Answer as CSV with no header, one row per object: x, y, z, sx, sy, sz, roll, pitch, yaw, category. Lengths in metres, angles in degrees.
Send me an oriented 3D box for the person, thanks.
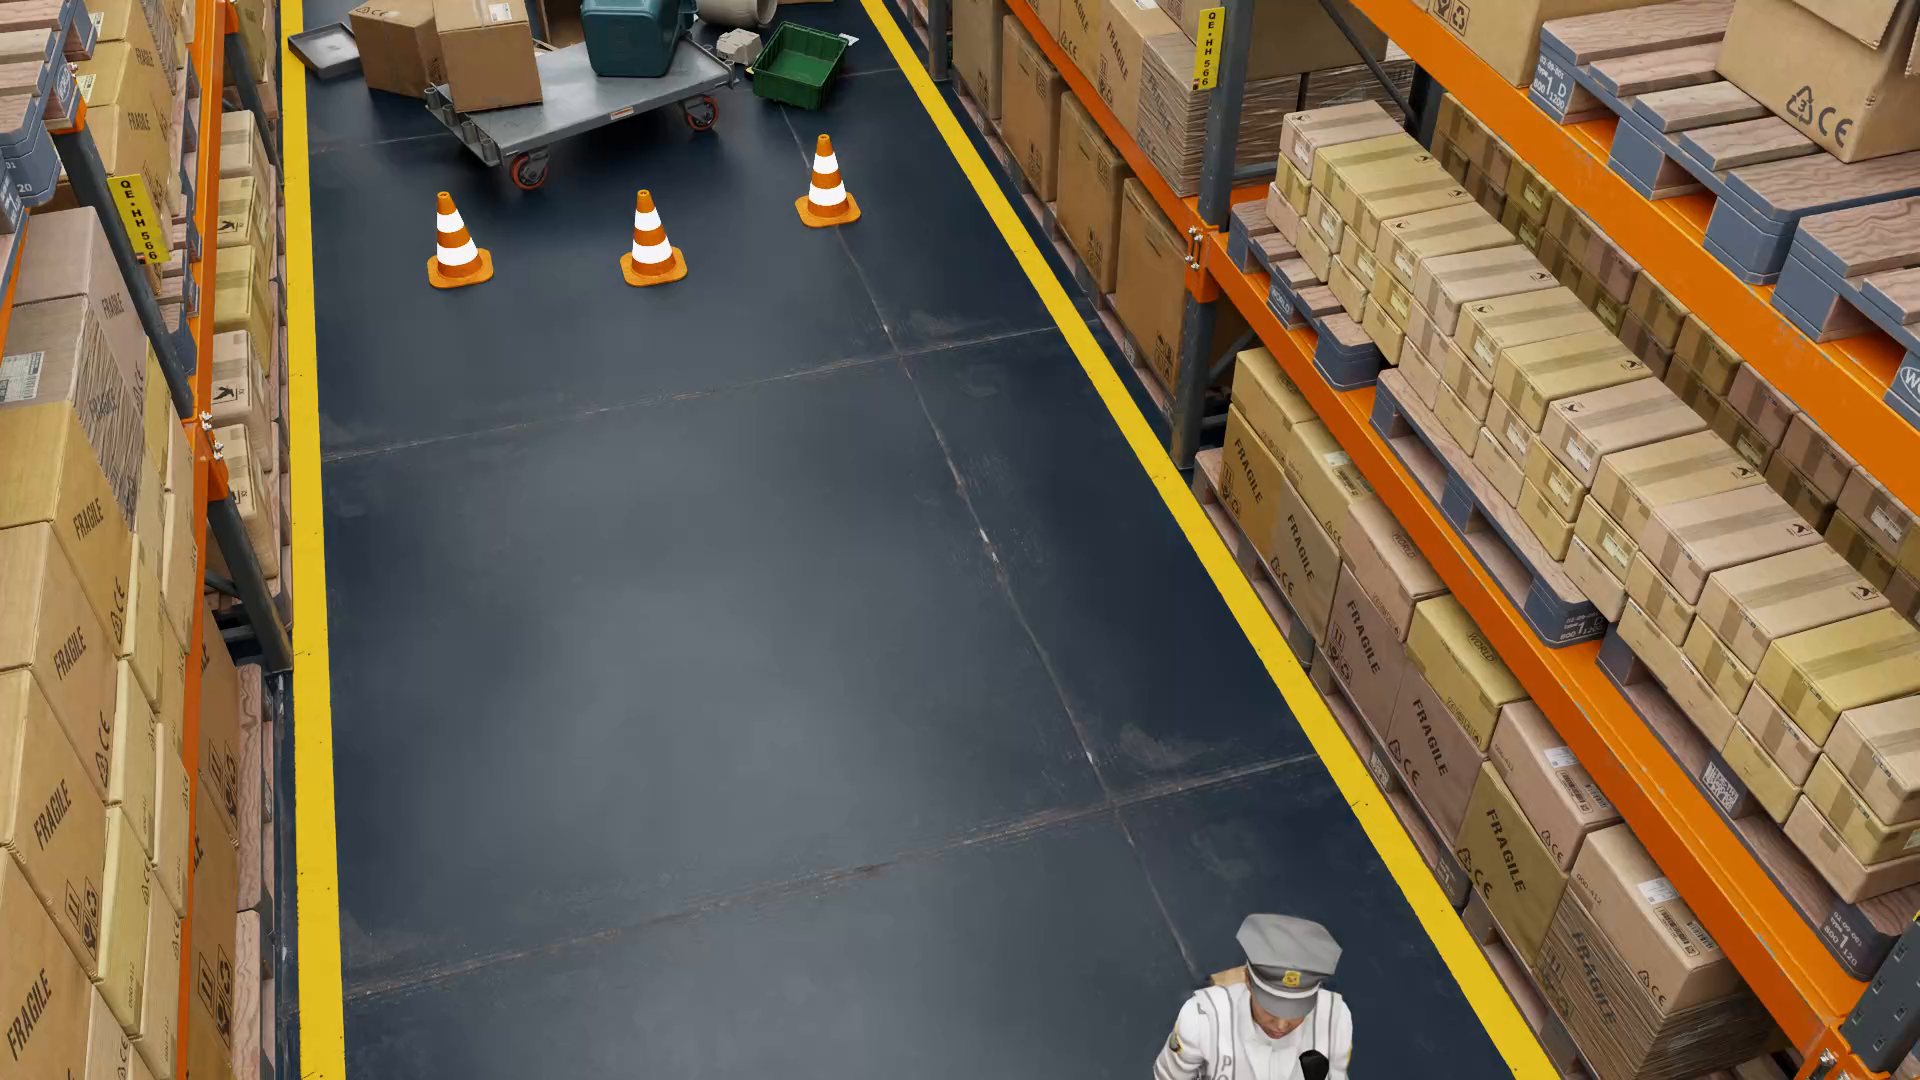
0.759,1.602,4.380,0.493,1.715,0.422,-3,43,-4,person
